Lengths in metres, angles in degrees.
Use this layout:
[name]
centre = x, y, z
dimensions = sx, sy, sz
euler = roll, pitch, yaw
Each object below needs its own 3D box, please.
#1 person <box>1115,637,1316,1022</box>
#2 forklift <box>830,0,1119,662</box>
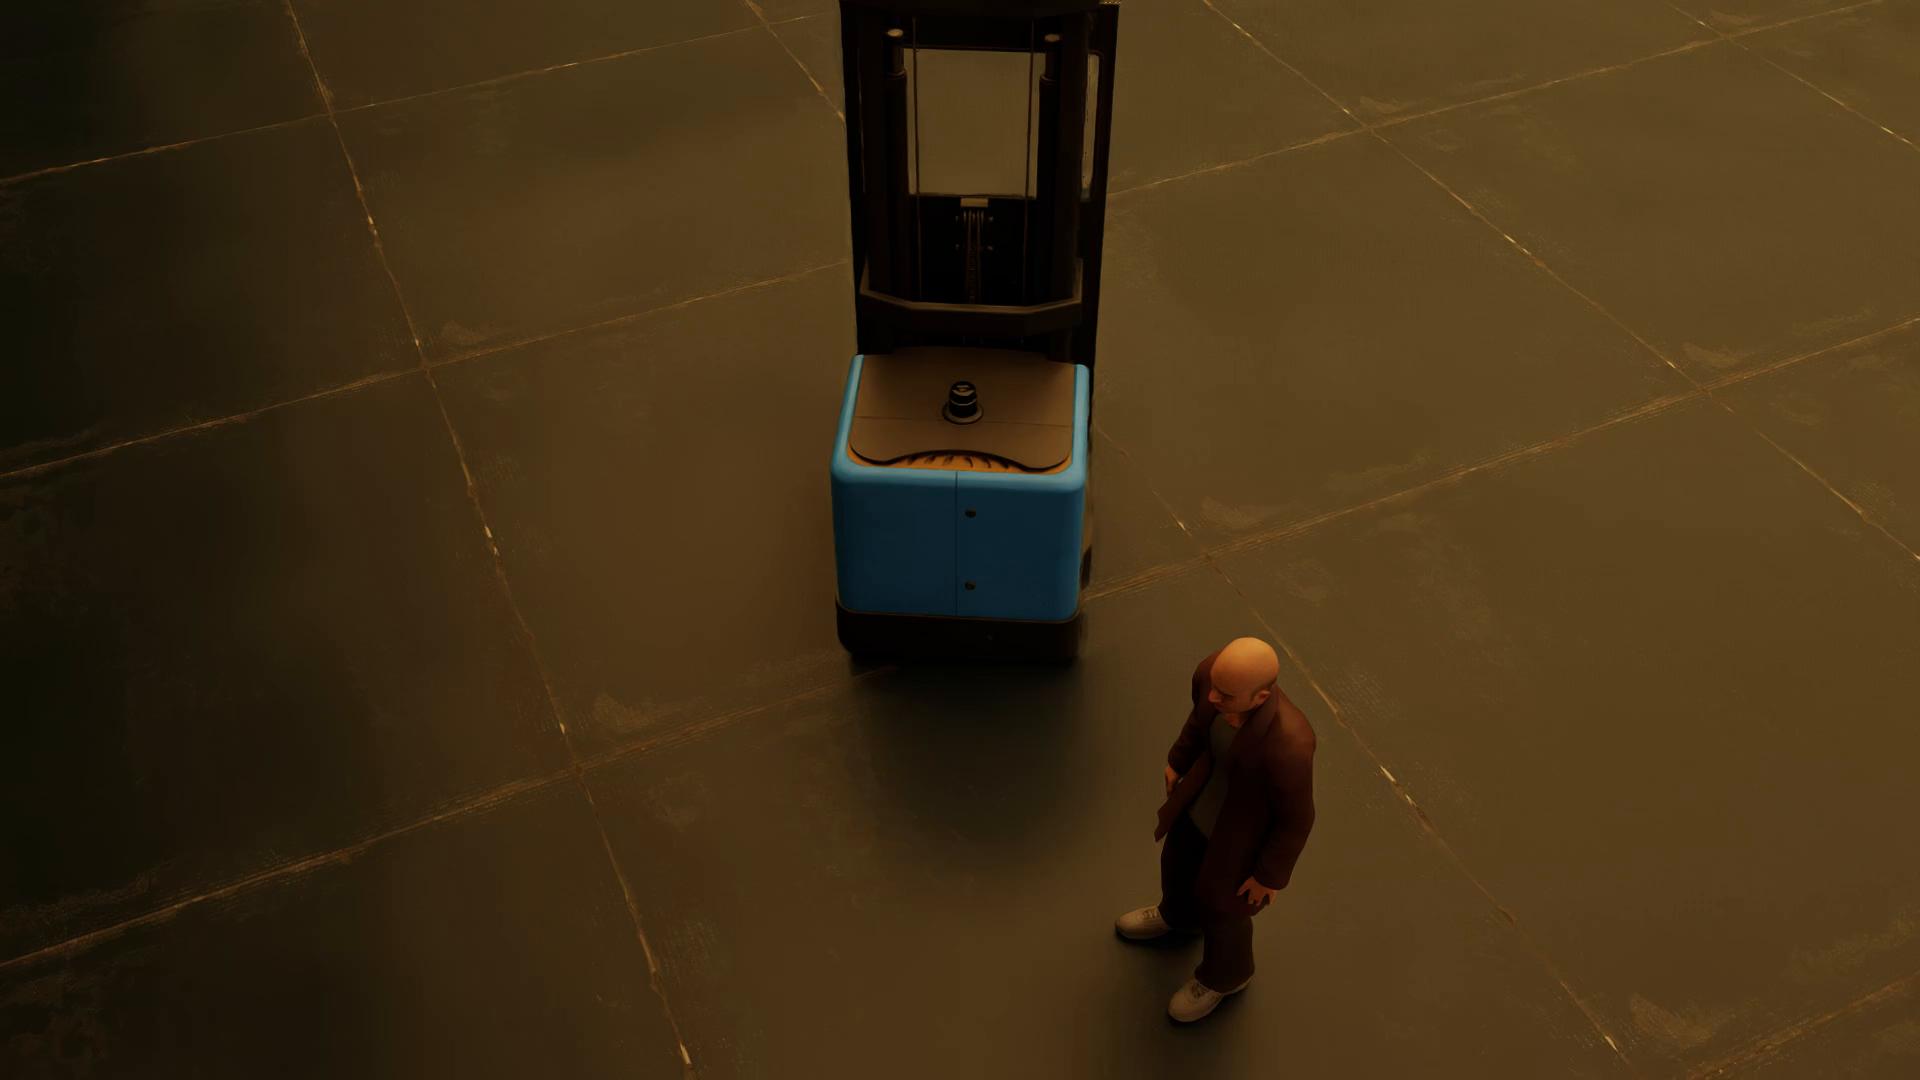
[person]
centre = 0.884, 0.932, 5.531
dimensions = 0.430, 1.772, 0.644
euler = -18, 46, -18
[forklift]
centre = 0.094, -1.544, 7.335
dimensions = 1.130, 2.935, 3.031
euler = 3, 43, 3
